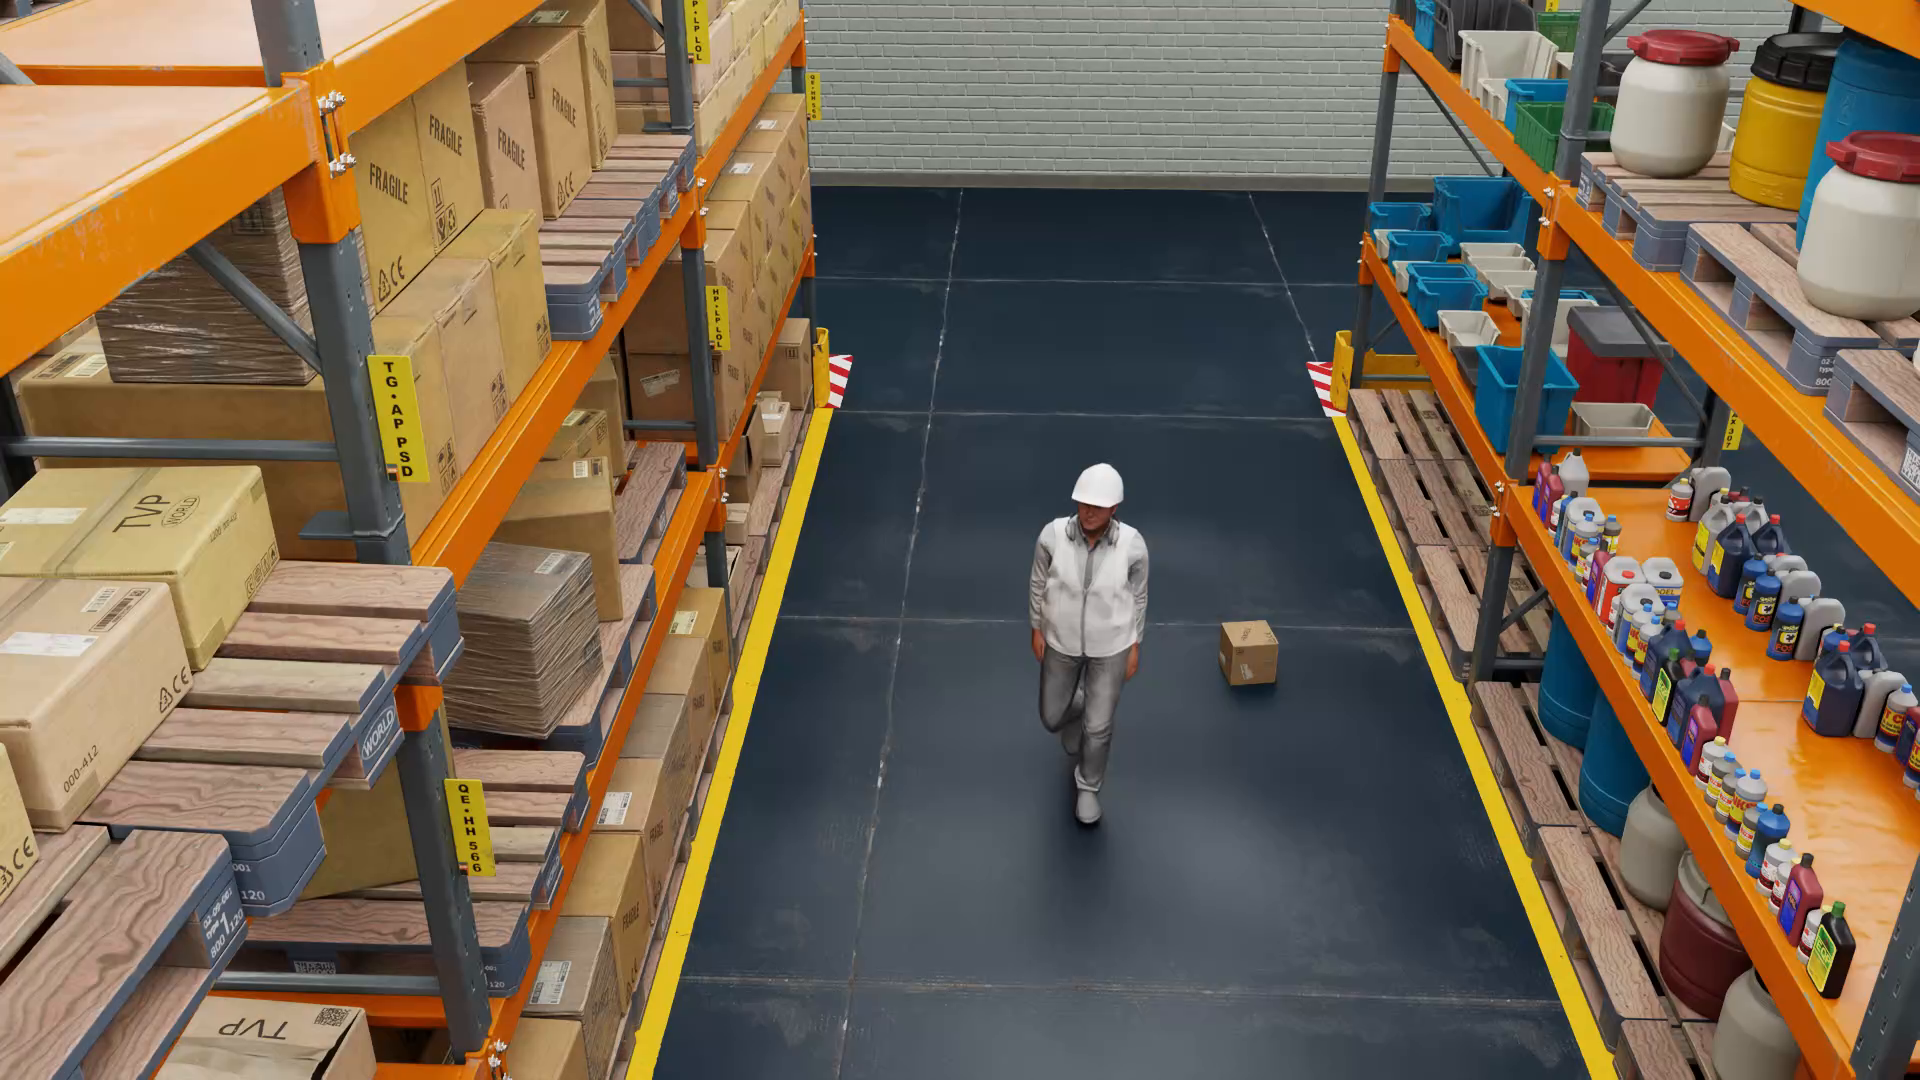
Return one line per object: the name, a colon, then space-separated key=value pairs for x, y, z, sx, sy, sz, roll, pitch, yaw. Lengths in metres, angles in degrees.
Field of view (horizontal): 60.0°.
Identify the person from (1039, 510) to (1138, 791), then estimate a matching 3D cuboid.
person: x=0.614 y=0.487 z=7.816 sx=0.448 sy=1.475 sz=0.545 roll=6 pitch=28 yaw=11
